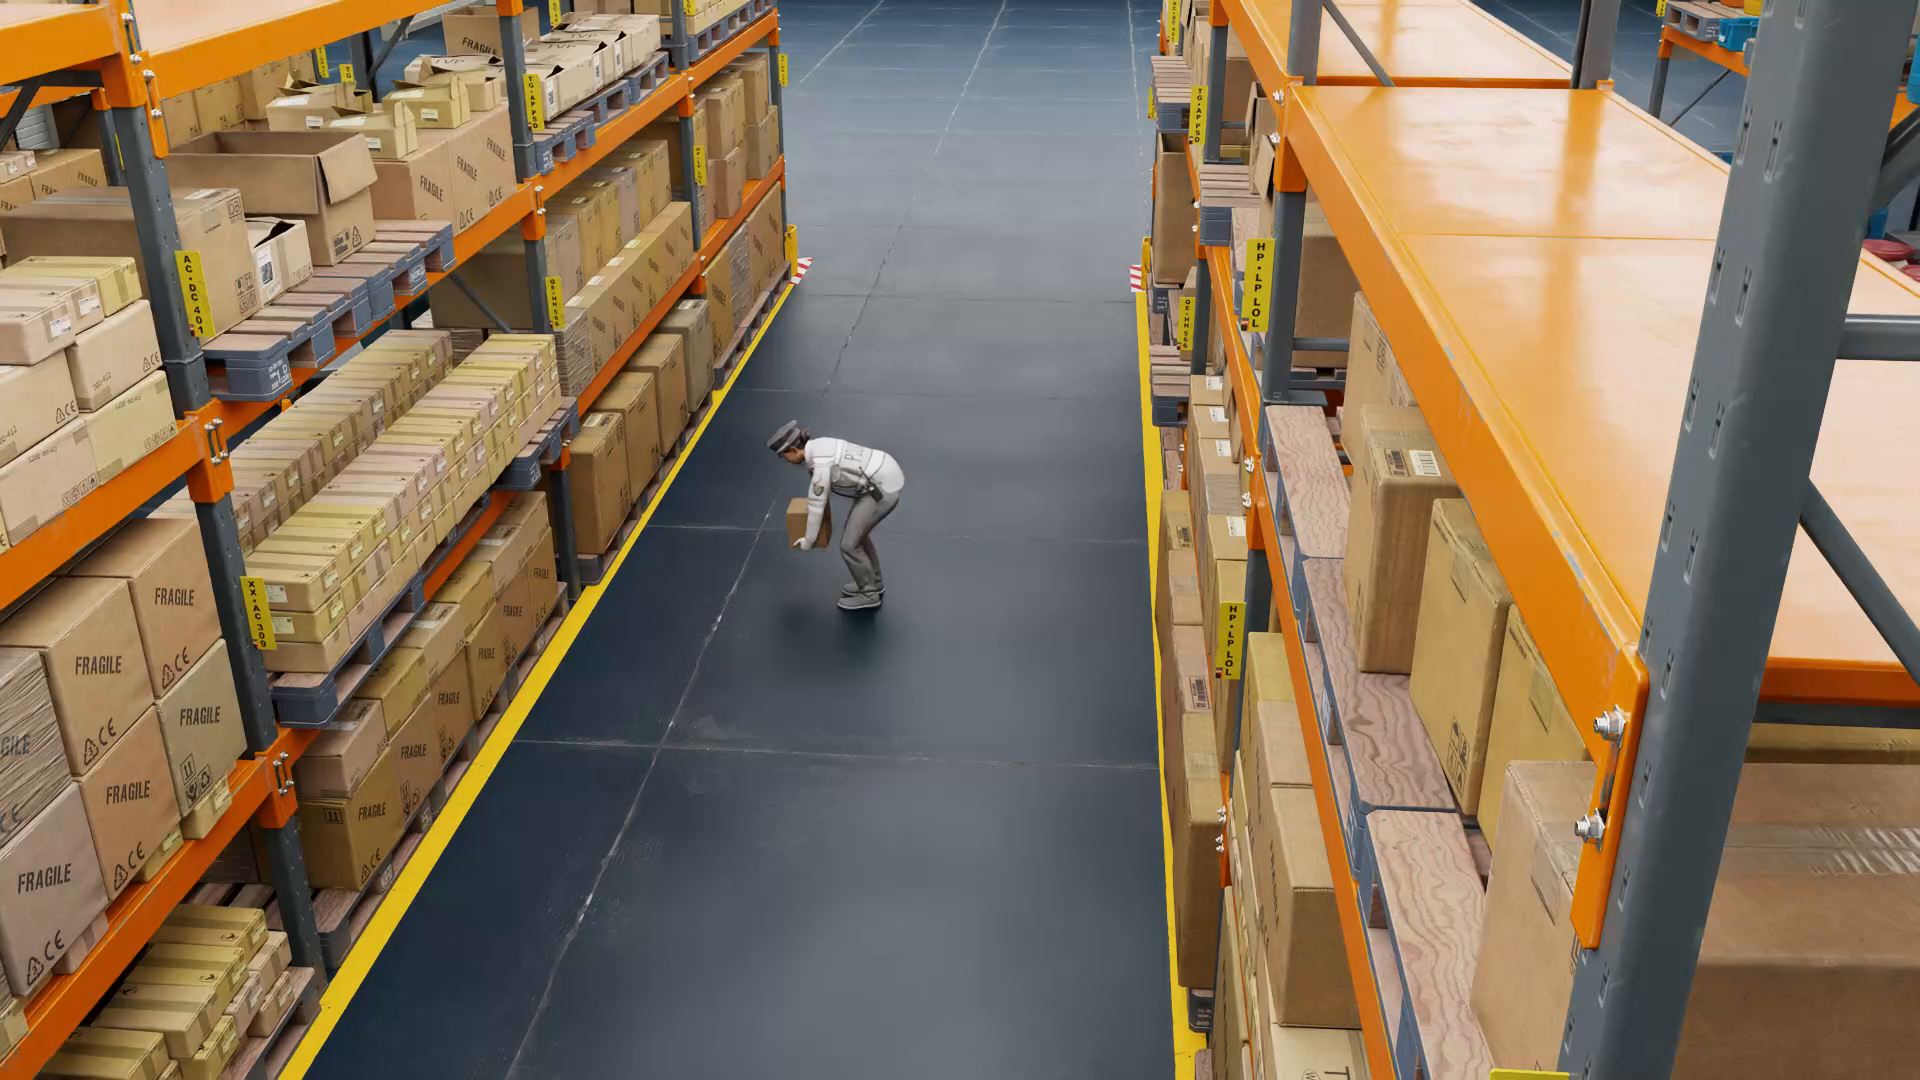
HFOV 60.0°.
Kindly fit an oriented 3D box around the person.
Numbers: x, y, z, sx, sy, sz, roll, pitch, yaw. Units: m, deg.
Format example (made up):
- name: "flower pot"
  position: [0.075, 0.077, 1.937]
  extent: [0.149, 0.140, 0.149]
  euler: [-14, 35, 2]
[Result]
- name: "person"
  position: [-0.804, -0.173, 10.844]
  extent: [0.887, 1.270, 0.420]
  euler: [1, 25, 2]
